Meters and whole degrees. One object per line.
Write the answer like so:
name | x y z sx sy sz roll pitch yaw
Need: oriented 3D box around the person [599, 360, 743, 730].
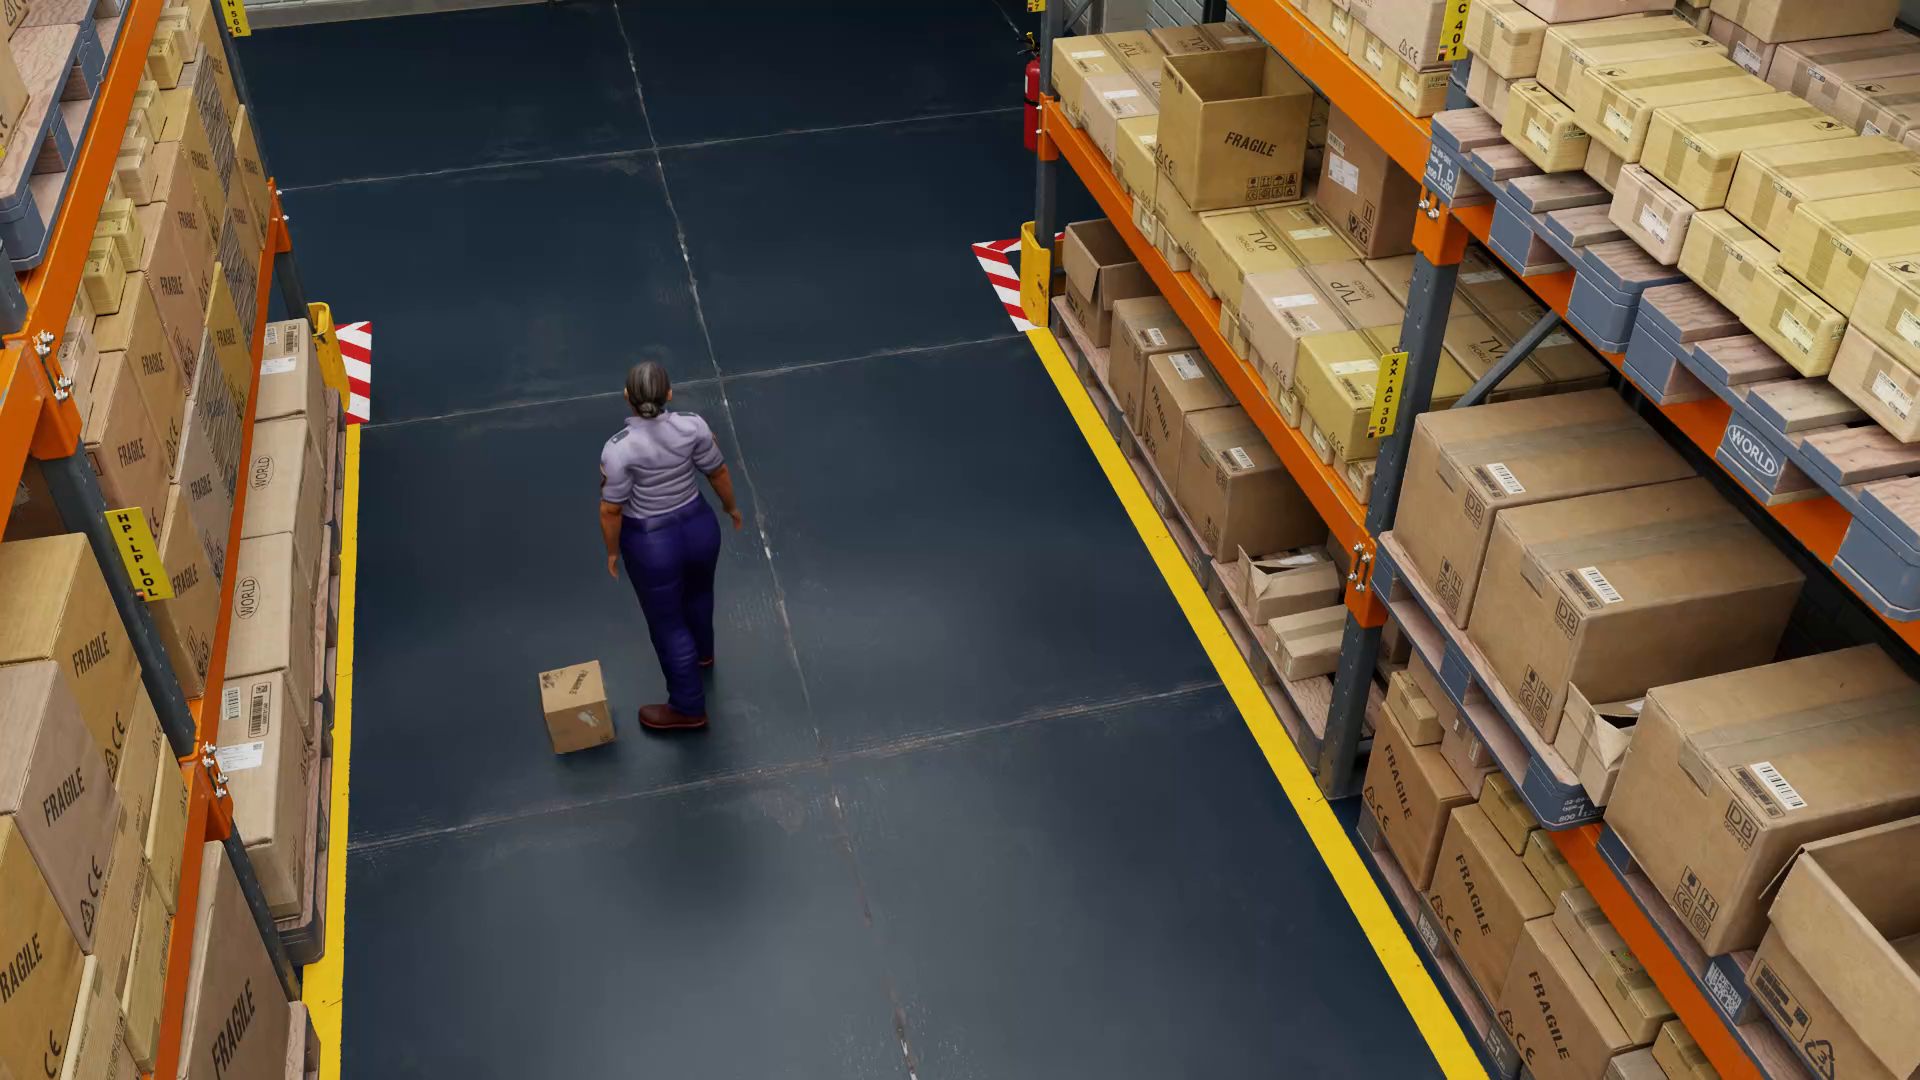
person | -1.176 -0.035 6.750 0.626 1.634 0.616 -26 45 -29
